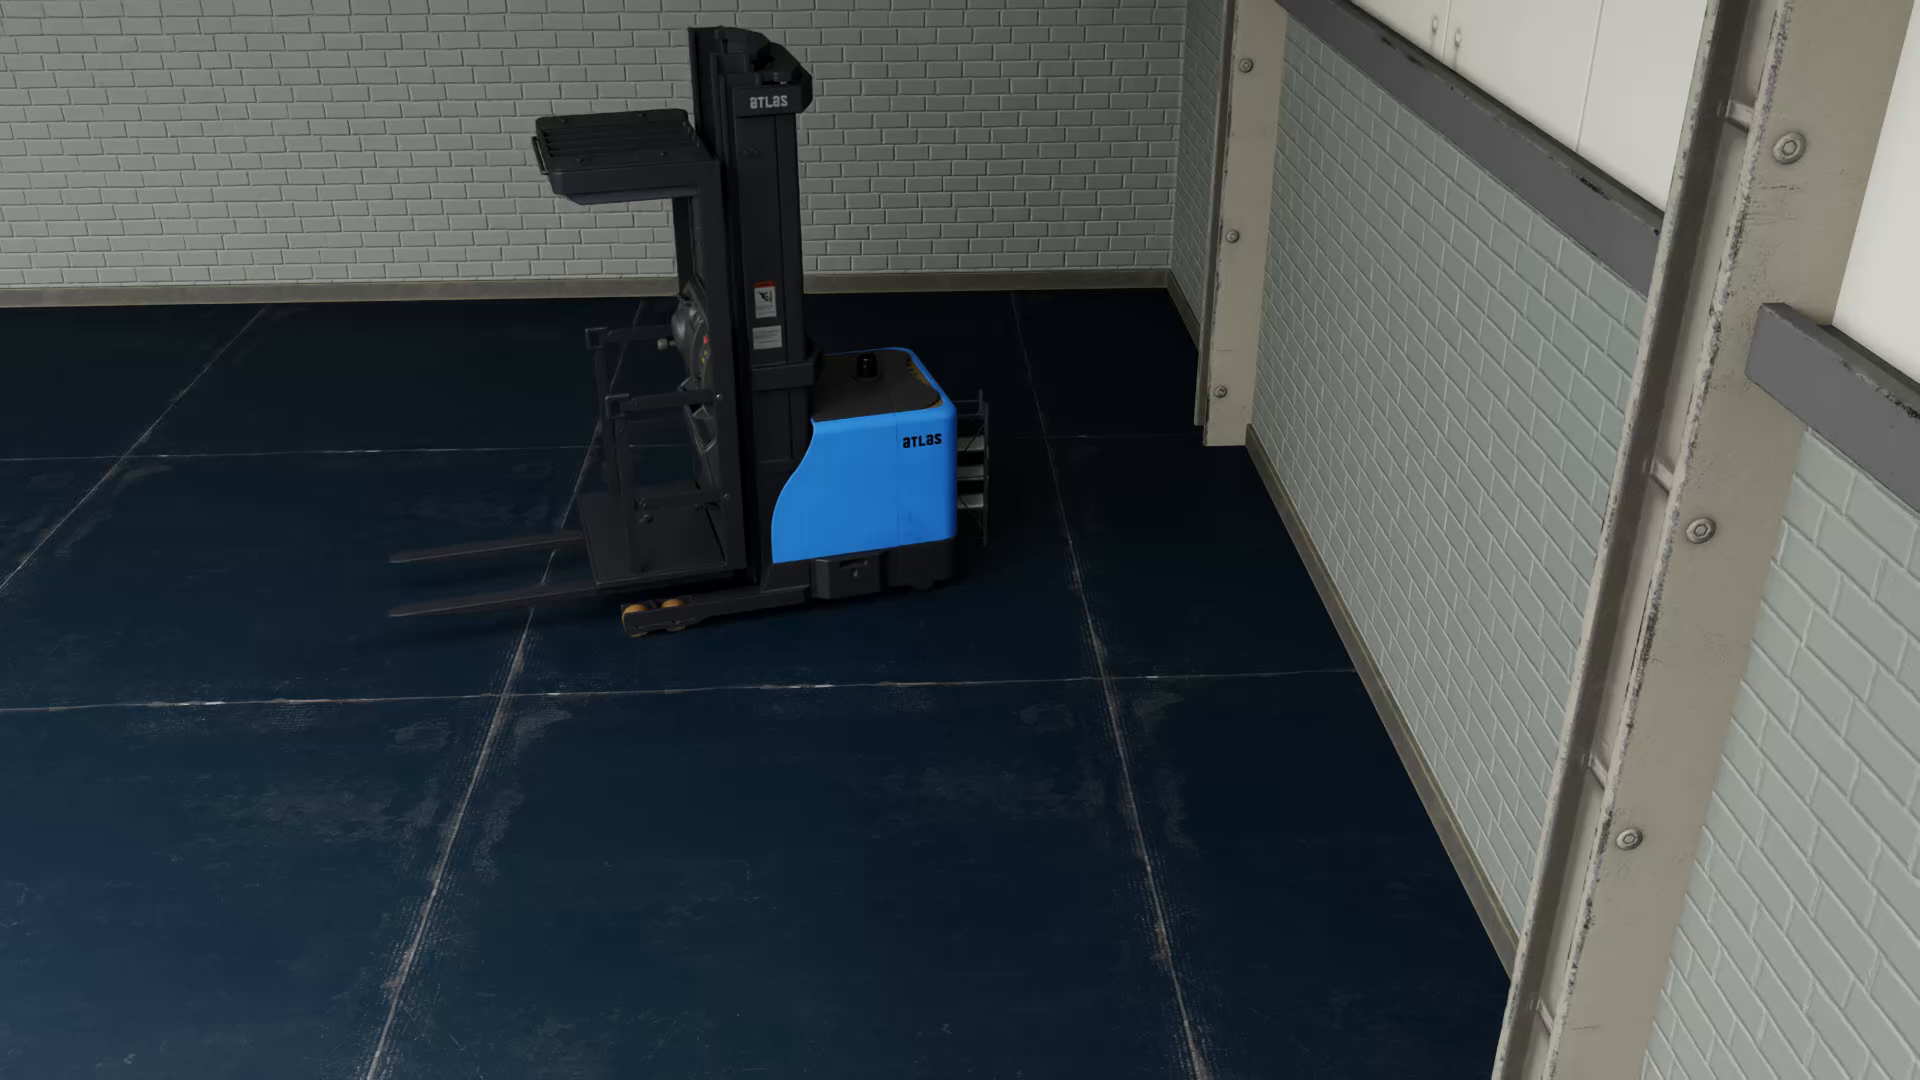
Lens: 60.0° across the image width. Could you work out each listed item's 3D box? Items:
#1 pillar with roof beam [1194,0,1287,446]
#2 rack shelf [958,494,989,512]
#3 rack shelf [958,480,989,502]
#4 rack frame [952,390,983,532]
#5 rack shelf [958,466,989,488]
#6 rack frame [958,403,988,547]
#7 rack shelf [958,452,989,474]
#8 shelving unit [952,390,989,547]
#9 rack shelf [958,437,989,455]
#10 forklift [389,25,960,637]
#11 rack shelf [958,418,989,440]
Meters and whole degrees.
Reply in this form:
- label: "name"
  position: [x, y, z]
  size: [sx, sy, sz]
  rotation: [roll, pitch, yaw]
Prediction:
- label: "pillar with roof beam"
  position: [-2.550, -4.600, 8.838]
  size: [9.100, 9.000, 0.400]
  rotation: [-1, 28, -3]
- label: "rack shelf"
  position: [0.022, -0.210, 9.640]
  size: [0.258, 0.077, 0.200]
  rotation: [-4, 28, -7]
- label: "rack shelf"
  position: [0.022, -0.290, 9.598]
  size: [0.258, 0.077, 0.200]
  rotation: [-4, 28, -7]
- label: "rack frame"
  position: [0.008, -0.446, 9.630]
  size: [0.240, 0.900, 0.006]
  rotation: [-4, 28, -7]
- label: "rack shelf"
  position: [0.022, -0.370, 9.557]
  size: [0.258, 0.077, 0.200]
  rotation: [-4, 28, -7]
- label: "rack frame"
  position: [0.037, -0.353, 9.452]
  size: [0.240, 0.900, 0.006]
  rotation: [-4, 28, -7]
- label: "rack shelf"
  position: [0.023, -0.450, 9.515]
  size: [0.258, 0.077, 0.200]
  rotation: [-4, 28, -7]
- label: "shelving unit"
  position: [0.022, -0.399, 9.541]
  size: [0.258, 0.900, 0.210]
  rotation: [-4, 28, -7]
- label: "rack shelf"
  position: [0.023, -0.529, 9.473]
  size: [0.258, 0.077, 0.200]
  rotation: [-4, 28, -7]
- label: "forklift"
  position: [-1.575, -1.063, 8.619]
  size: [3.031, 2.935, 1.130]
  rotation: [-8, 29, -15]
- label: "rack shelf"
  position: [0.023, -0.609, 9.432]
  size: [0.258, 0.077, 0.200]
  rotation: [-4, 28, -7]
